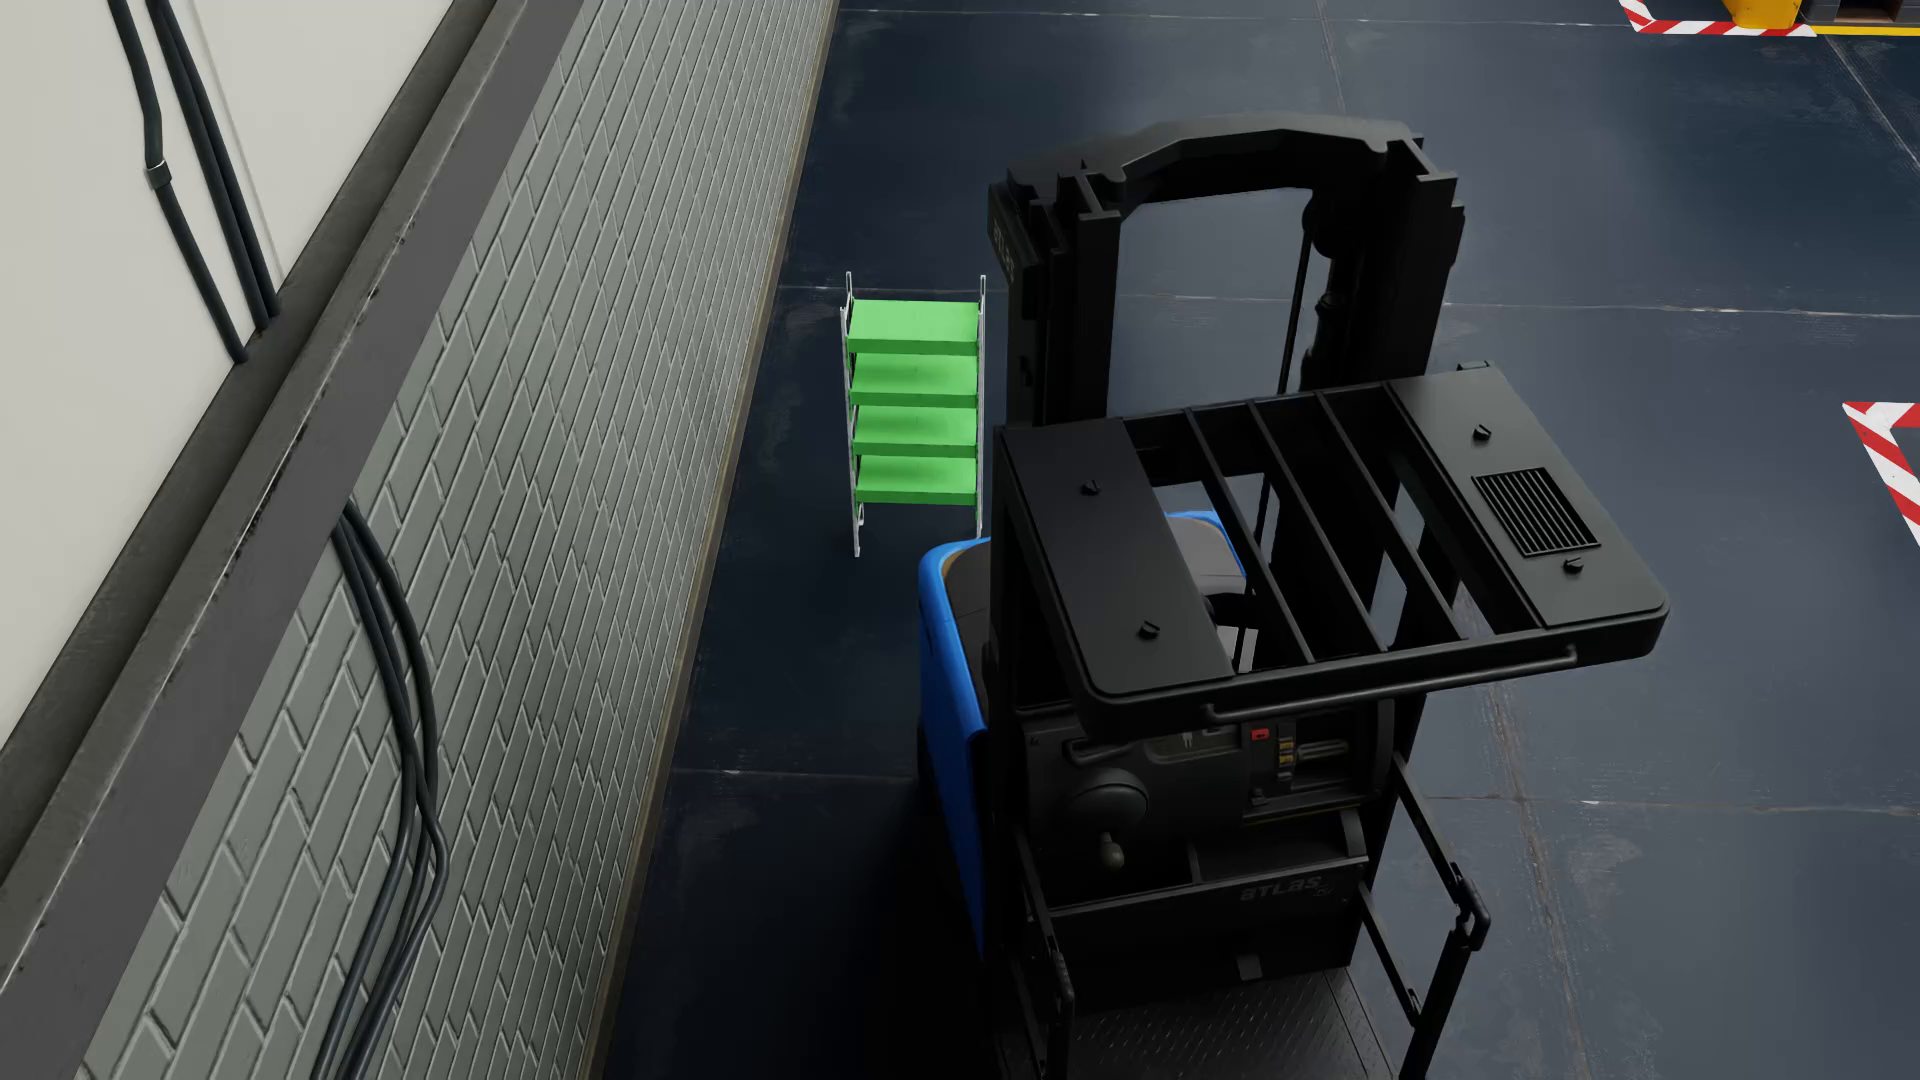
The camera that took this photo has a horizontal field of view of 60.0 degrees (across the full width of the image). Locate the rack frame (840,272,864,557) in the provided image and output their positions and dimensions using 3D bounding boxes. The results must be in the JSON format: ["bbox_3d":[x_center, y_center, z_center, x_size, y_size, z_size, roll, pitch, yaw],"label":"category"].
[{"bbox_3d":[-0.409,-0.452,6.355,0.015,1.200,0.240,2,43,2],"label":"rack frame"}]

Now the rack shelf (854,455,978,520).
[{"bbox_3d":[-0.165,-0.222,6.554,0.480,0.148,0.258,2,43,2],"label":"rack shelf"}]

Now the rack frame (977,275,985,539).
[{"bbox_3d":[0.078,-0.437,6.338,0.015,1.200,0.240,2,43,2],"label":"rack frame"}]

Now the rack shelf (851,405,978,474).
[{"bbox_3d":[-0.165,-0.397,6.390,0.480,0.148,0.258,2,43,2],"label":"rack shelf"}]

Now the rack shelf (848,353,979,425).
[{"bbox_3d":[-0.165,-0.573,6.226,0.480,0.148,0.258,2,43,2],"label":"rack shelf"}]

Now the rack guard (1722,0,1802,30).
[{"bbox_3d":[4.912,-3.674,10.327,0.348,0.500,1.175,2,43,2],"label":"rack guard"}]

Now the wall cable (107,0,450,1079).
[{"bbox_3d":[-1.144,0.673,1.703,0.112,2.526,3.097,2,43,2],"label":"wall cable"}]

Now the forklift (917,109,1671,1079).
[{"bbox_3d":[0.659,0.648,3.904,1.130,2.935,3.031,-8,44,-9],"label":"forklift"}]

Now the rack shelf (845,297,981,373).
[{"bbox_3d":[-0.165,-0.749,6.063,0.480,0.148,0.258,2,43,2],"label":"rack shelf"}]

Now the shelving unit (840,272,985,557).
[{"bbox_3d":[-0.165,-0.444,6.346,0.503,1.200,0.258,2,43,2],"label":"shelving unit"}]

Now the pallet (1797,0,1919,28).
[{"bbox_3d":[5.758,-3.525,10.379,1.213,0.211,1.003,2,43,2],"label":"pallet"}]
